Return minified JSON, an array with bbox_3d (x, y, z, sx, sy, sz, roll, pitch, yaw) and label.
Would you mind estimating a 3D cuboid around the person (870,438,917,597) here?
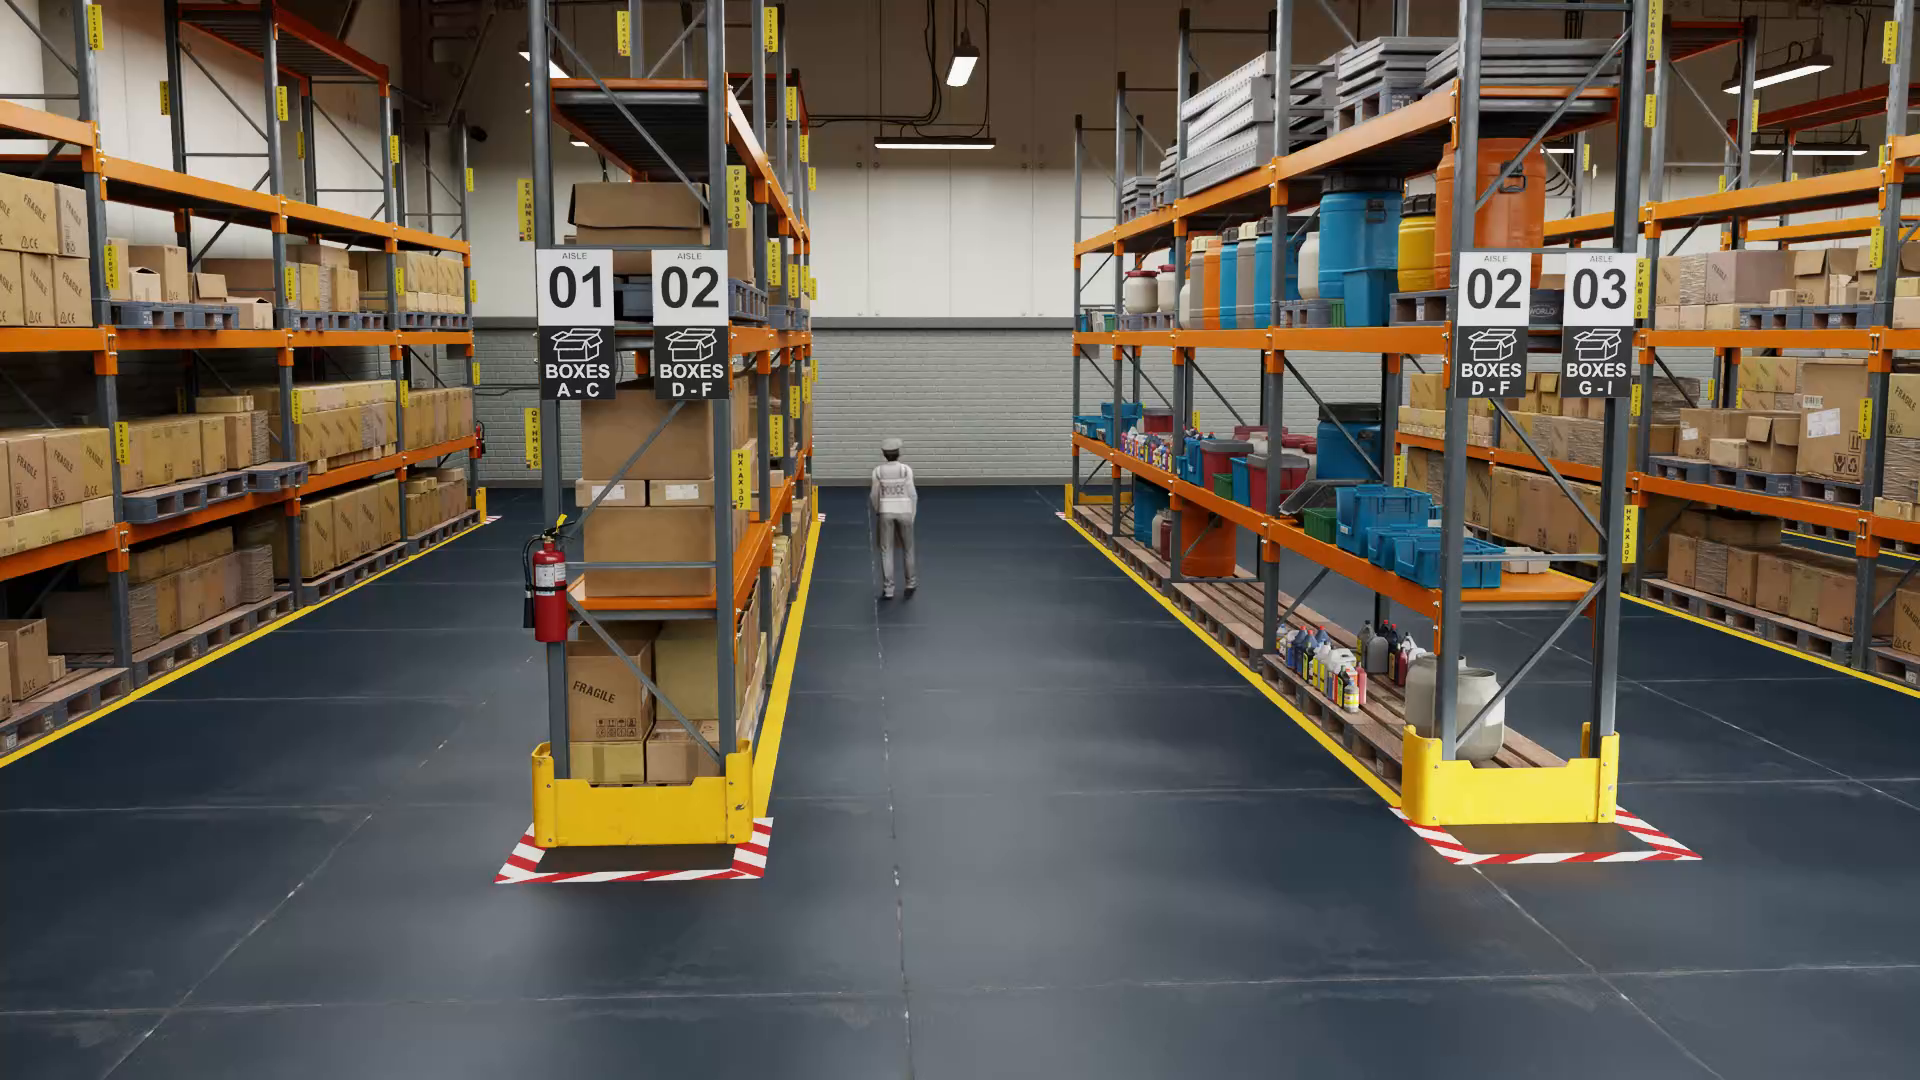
[{"bbox_3d":[-0.704,-0.259,17.739,0.512,1.661,0.834,0,7,2],"label":"person"}]
